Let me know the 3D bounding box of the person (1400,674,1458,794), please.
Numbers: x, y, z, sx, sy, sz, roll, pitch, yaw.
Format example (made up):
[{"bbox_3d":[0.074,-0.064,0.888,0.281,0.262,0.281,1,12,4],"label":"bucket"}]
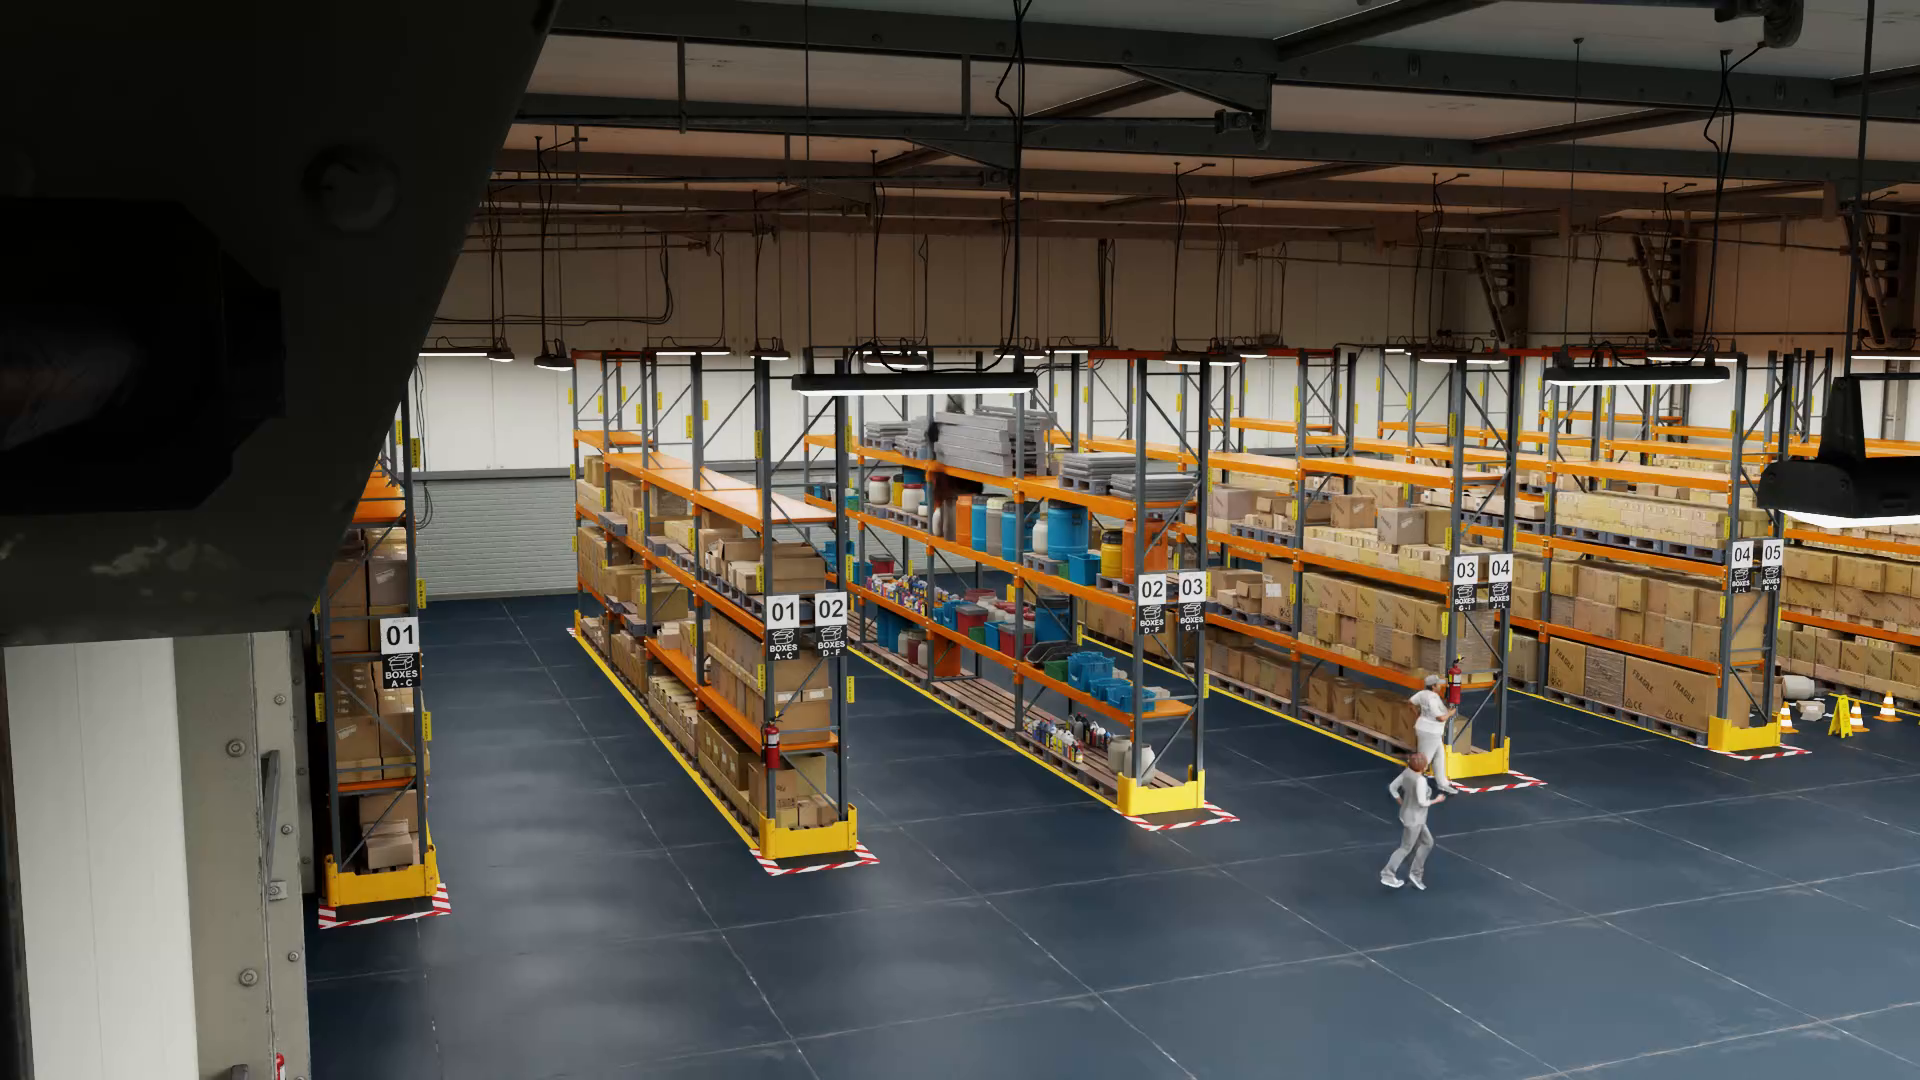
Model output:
[{"bbox_3d":[6.400,2.660,22.705,0.900,1.677,0.597,0,7,3],"label":"person"}]

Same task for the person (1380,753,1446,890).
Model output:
[{"bbox_3d":[5.140,3.218,18.846,0.698,1.642,0.501,0,7,0],"label":"person"}]

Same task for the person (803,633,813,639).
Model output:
[{"bbox_3d":[-2.868,1.630,30.527,0.562,1.447,0.717,-2,7,-18],"label":"person"}]
